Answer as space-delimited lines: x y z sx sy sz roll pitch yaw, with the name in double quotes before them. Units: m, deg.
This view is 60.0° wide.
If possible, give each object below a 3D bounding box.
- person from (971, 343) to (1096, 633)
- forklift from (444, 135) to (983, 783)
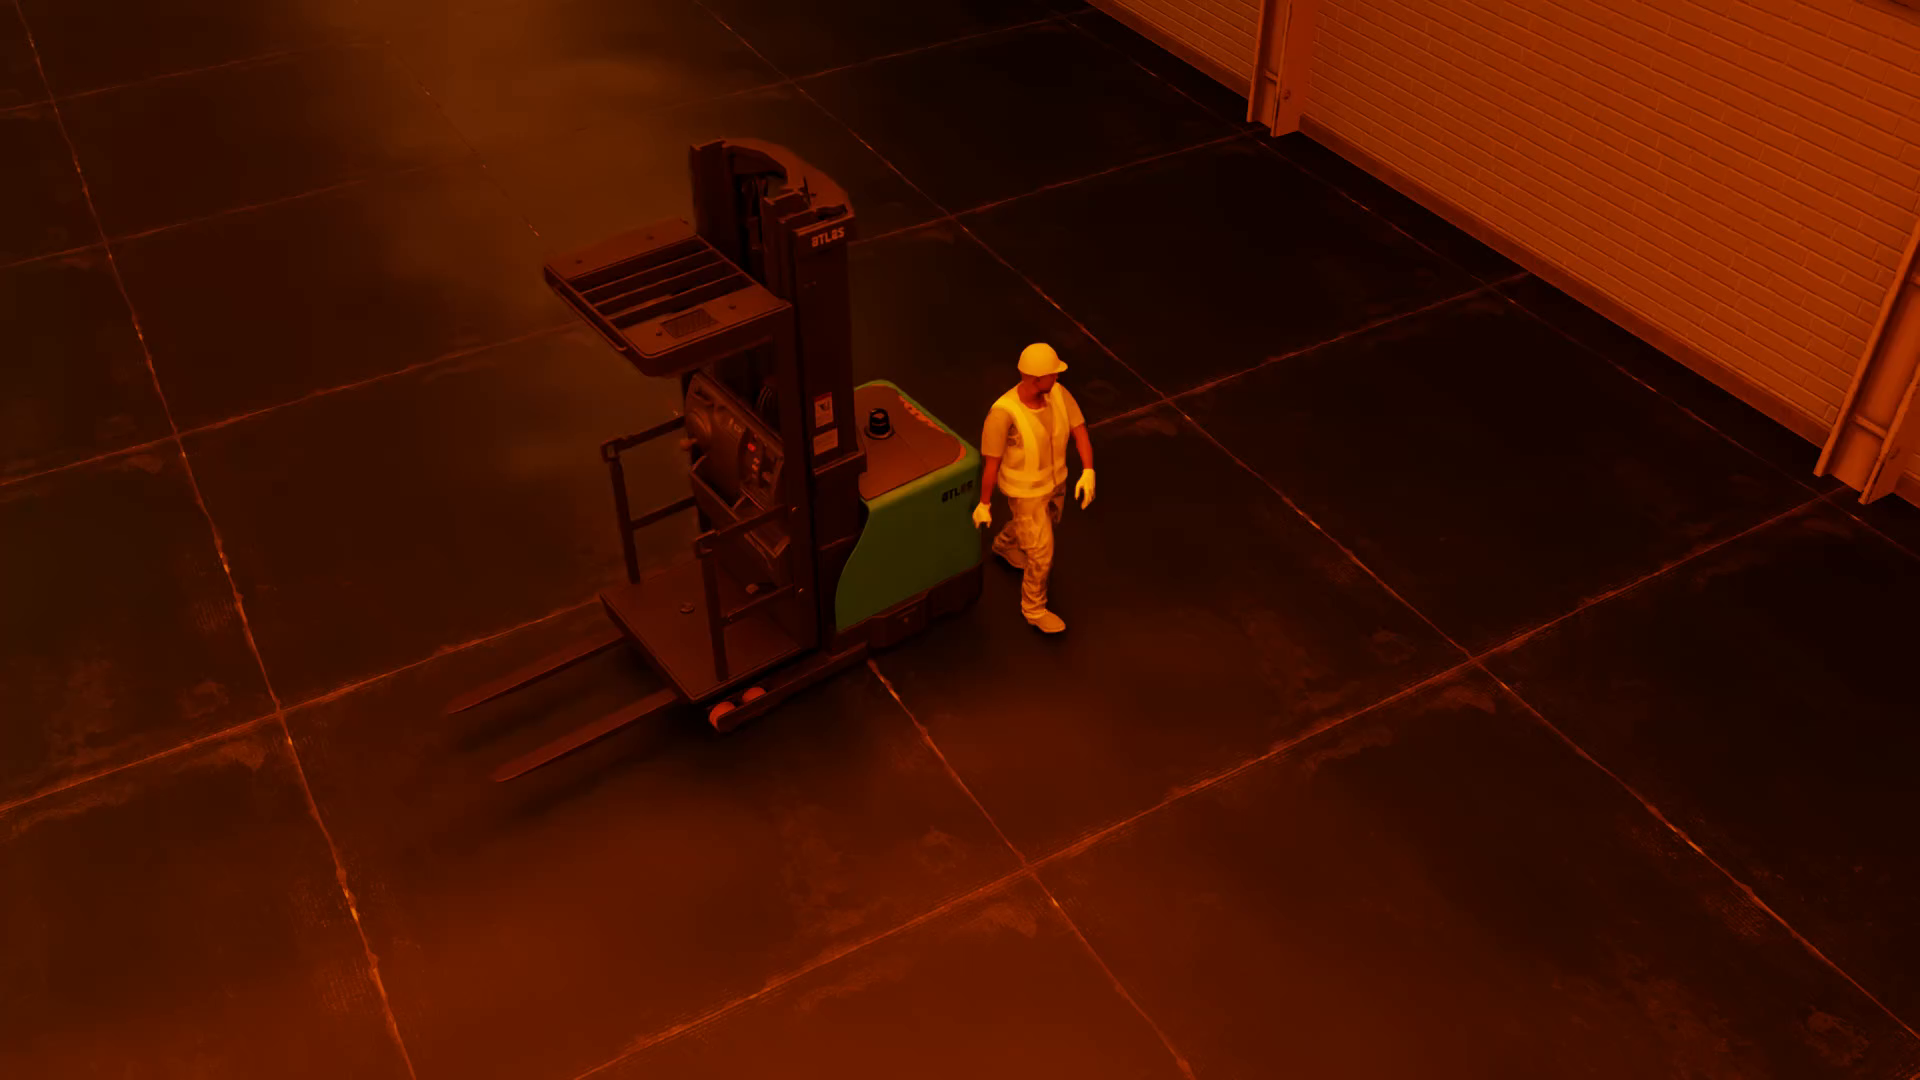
"person" 0.387 -0.300 9.390 0.814 1.694 0.729 27 47 28
"forklift" -1.349 -0.465 8.597 3.031 2.935 1.130 -25 46 -27
